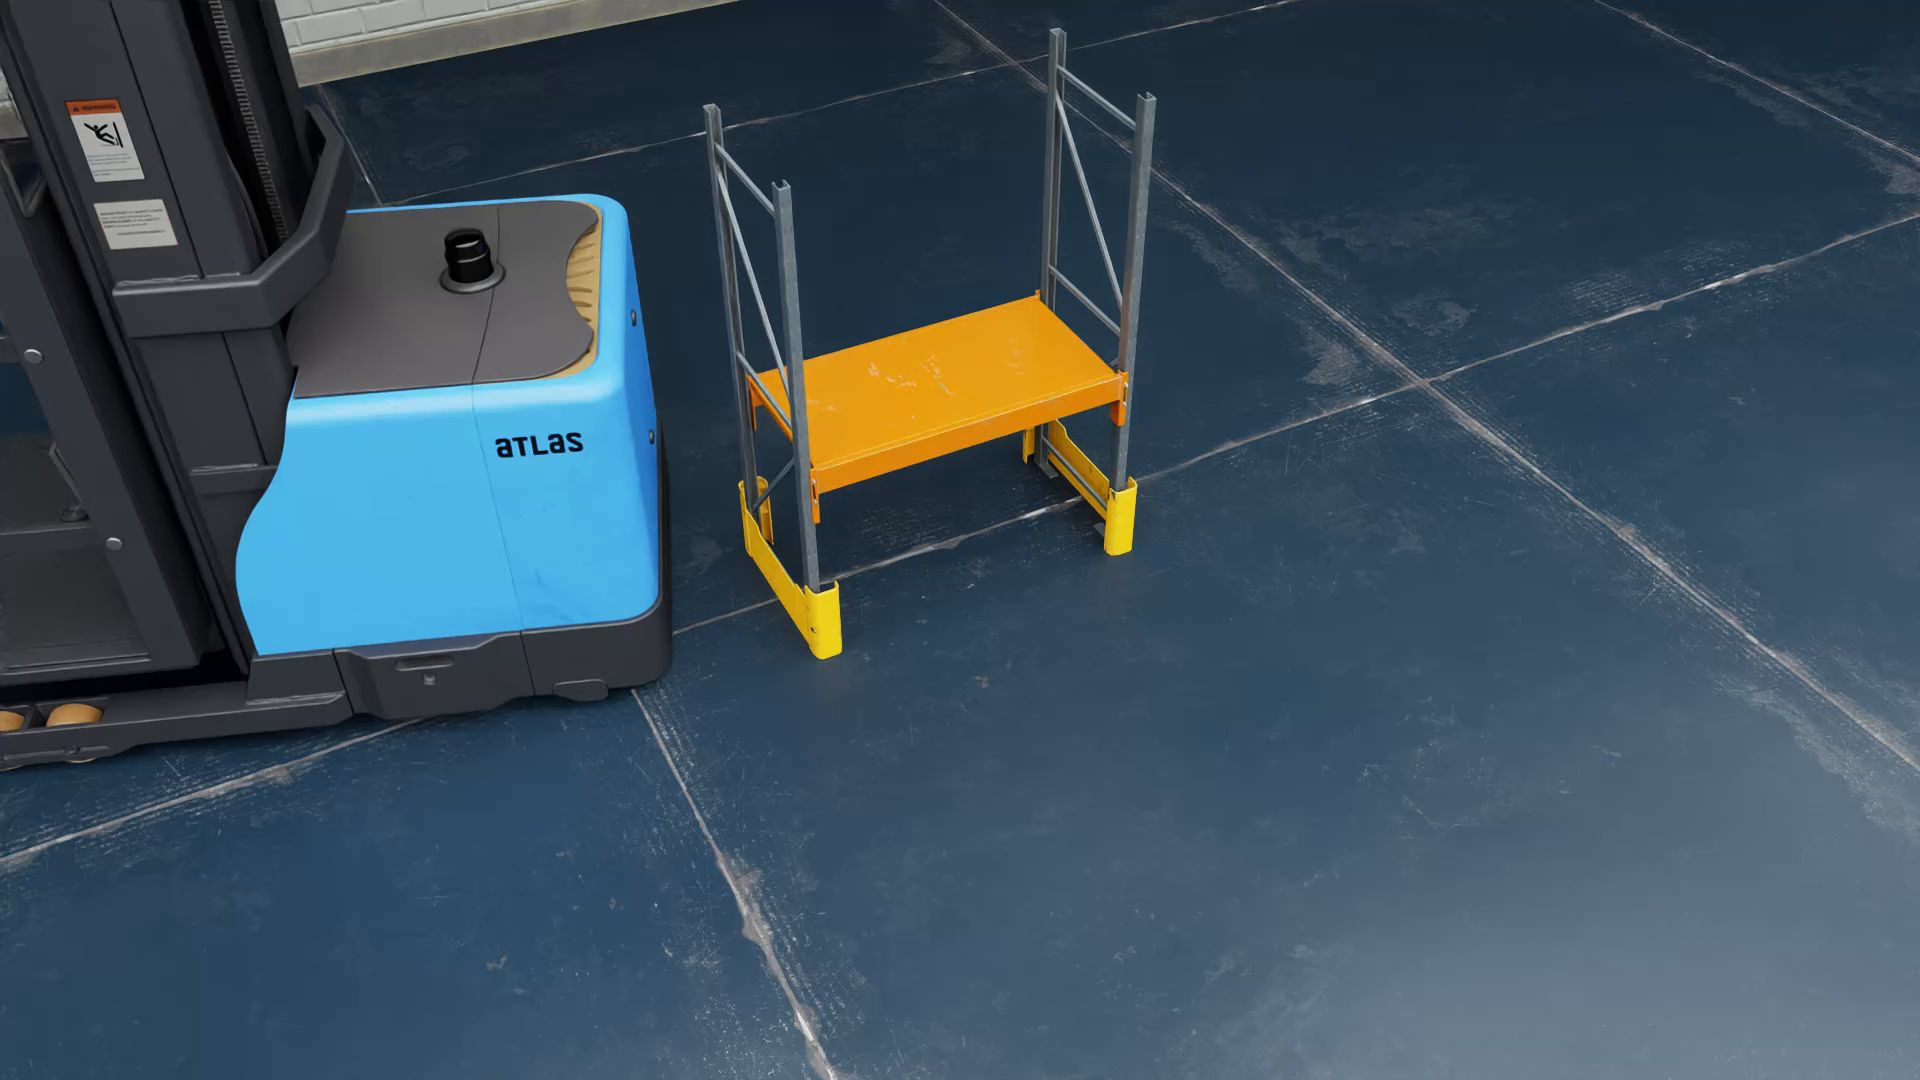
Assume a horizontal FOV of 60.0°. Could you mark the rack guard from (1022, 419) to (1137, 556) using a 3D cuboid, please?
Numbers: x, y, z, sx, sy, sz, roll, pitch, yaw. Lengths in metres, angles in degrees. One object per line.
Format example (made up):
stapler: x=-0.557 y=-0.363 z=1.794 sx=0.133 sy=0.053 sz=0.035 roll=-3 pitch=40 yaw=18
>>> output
rack guard: x=0.374 y=-0.221 z=5.318 sx=0.087 sy=0.250 sz=0.587 roll=-19 pitch=44 yaw=-21

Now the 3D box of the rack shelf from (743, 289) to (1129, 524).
rack shelf: x=-0.076 y=-0.410 z=4.852 sx=1.000 sy=0.185 sz=0.538 roll=-19 pitch=44 yaw=-21

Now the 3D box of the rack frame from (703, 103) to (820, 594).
rack frame: x=-0.527 y=-0.395 z=4.556 sx=0.032 sy=1.500 sz=0.500 roll=-19 pitch=44 yaw=-21

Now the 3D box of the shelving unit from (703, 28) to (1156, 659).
shelving unit: x=-0.068 y=-0.550 z=4.739 sx=1.083 sy=1.500 sz=0.587 roll=-19 pitch=44 yaw=-21

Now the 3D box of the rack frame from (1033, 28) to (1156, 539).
rack frame: x=0.375 y=-0.699 z=4.915 sx=0.032 sy=1.500 sz=0.500 roll=-19 pitch=44 yaw=-21

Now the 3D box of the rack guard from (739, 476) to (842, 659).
rack guard: x=-0.509 y=0.076 z=4.967 sx=0.087 sy=0.250 sz=0.587 roll=-19 pitch=44 yaw=-21

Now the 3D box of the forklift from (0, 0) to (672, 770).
forklift: x=-2.381 y=-0.860 z=3.998 sx=3.031 sy=2.935 sz=1.130 roll=-5 pitch=41 yaw=-6
